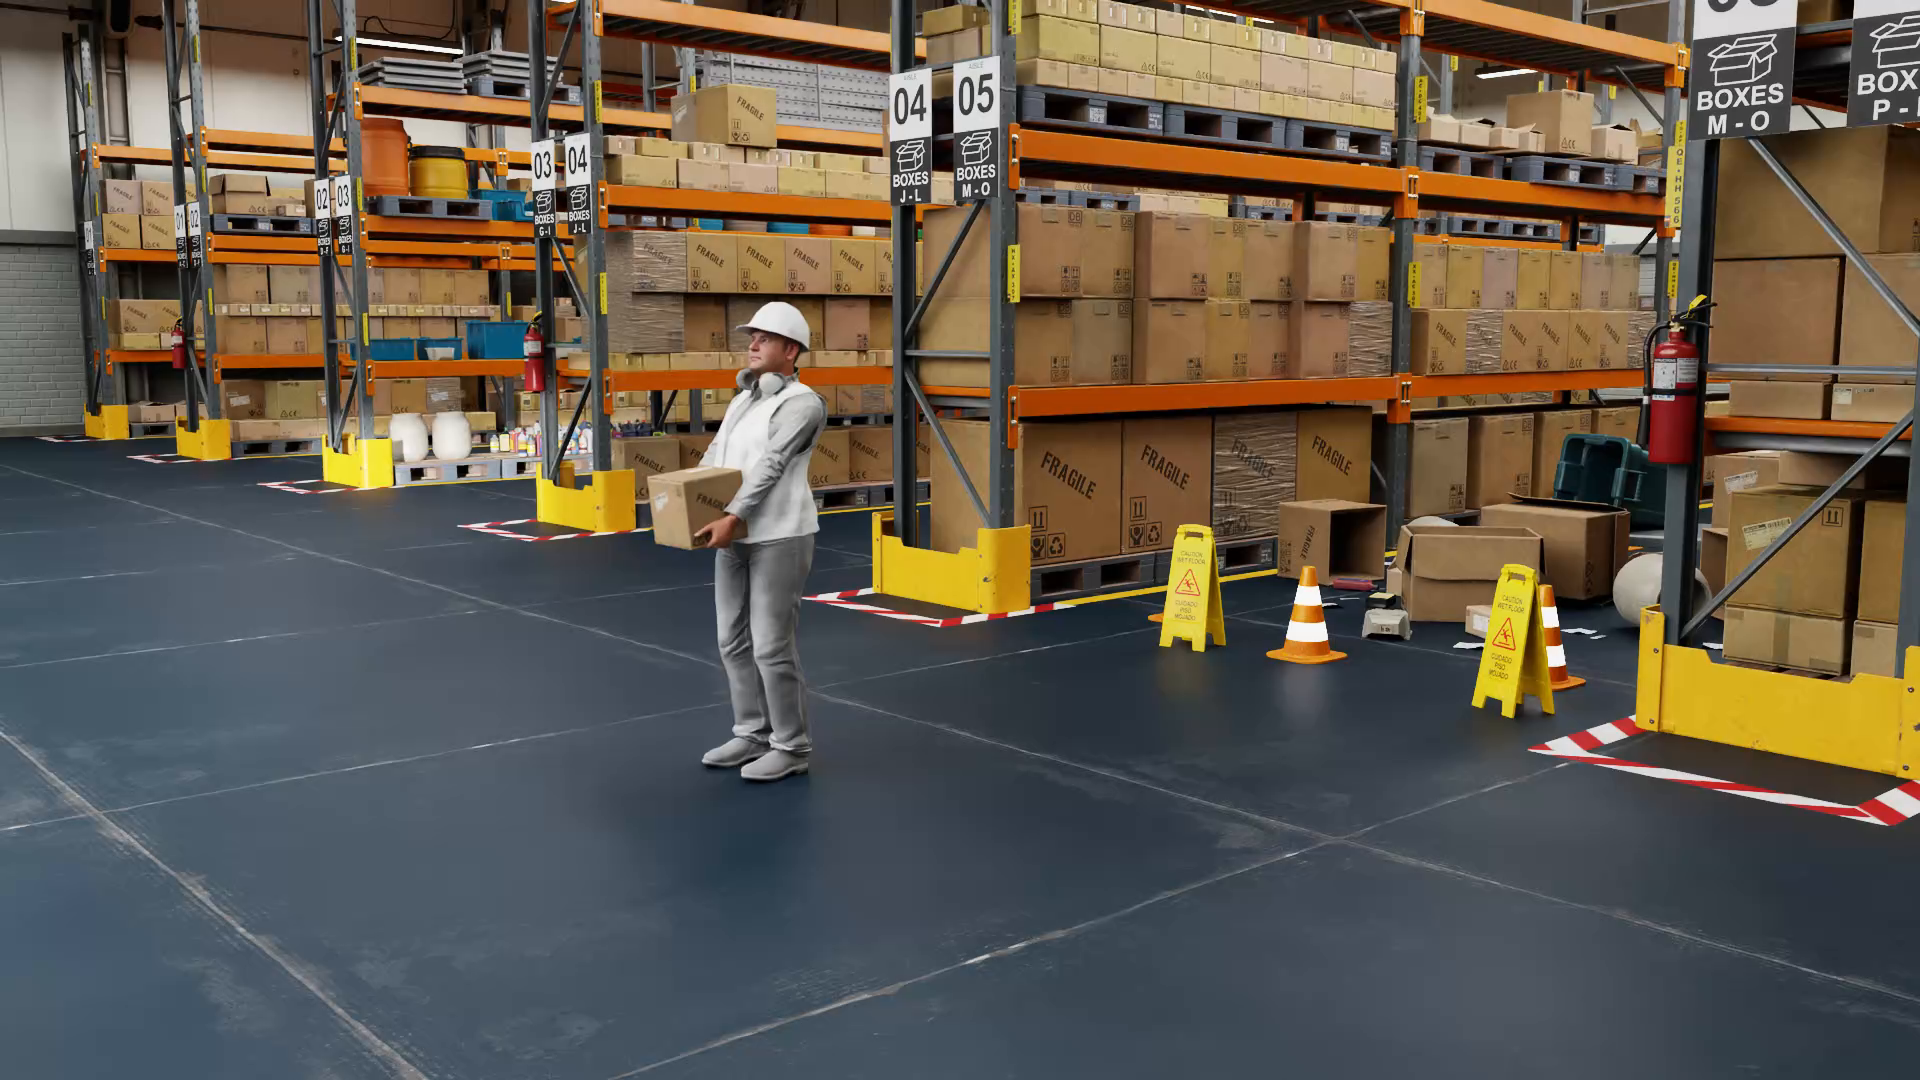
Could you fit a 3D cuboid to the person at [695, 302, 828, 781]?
[{"bbox_3d":[-0.801,0.004,6.180,0.562,1.762,0.494,-6,10,-40],"label":"person"}]
